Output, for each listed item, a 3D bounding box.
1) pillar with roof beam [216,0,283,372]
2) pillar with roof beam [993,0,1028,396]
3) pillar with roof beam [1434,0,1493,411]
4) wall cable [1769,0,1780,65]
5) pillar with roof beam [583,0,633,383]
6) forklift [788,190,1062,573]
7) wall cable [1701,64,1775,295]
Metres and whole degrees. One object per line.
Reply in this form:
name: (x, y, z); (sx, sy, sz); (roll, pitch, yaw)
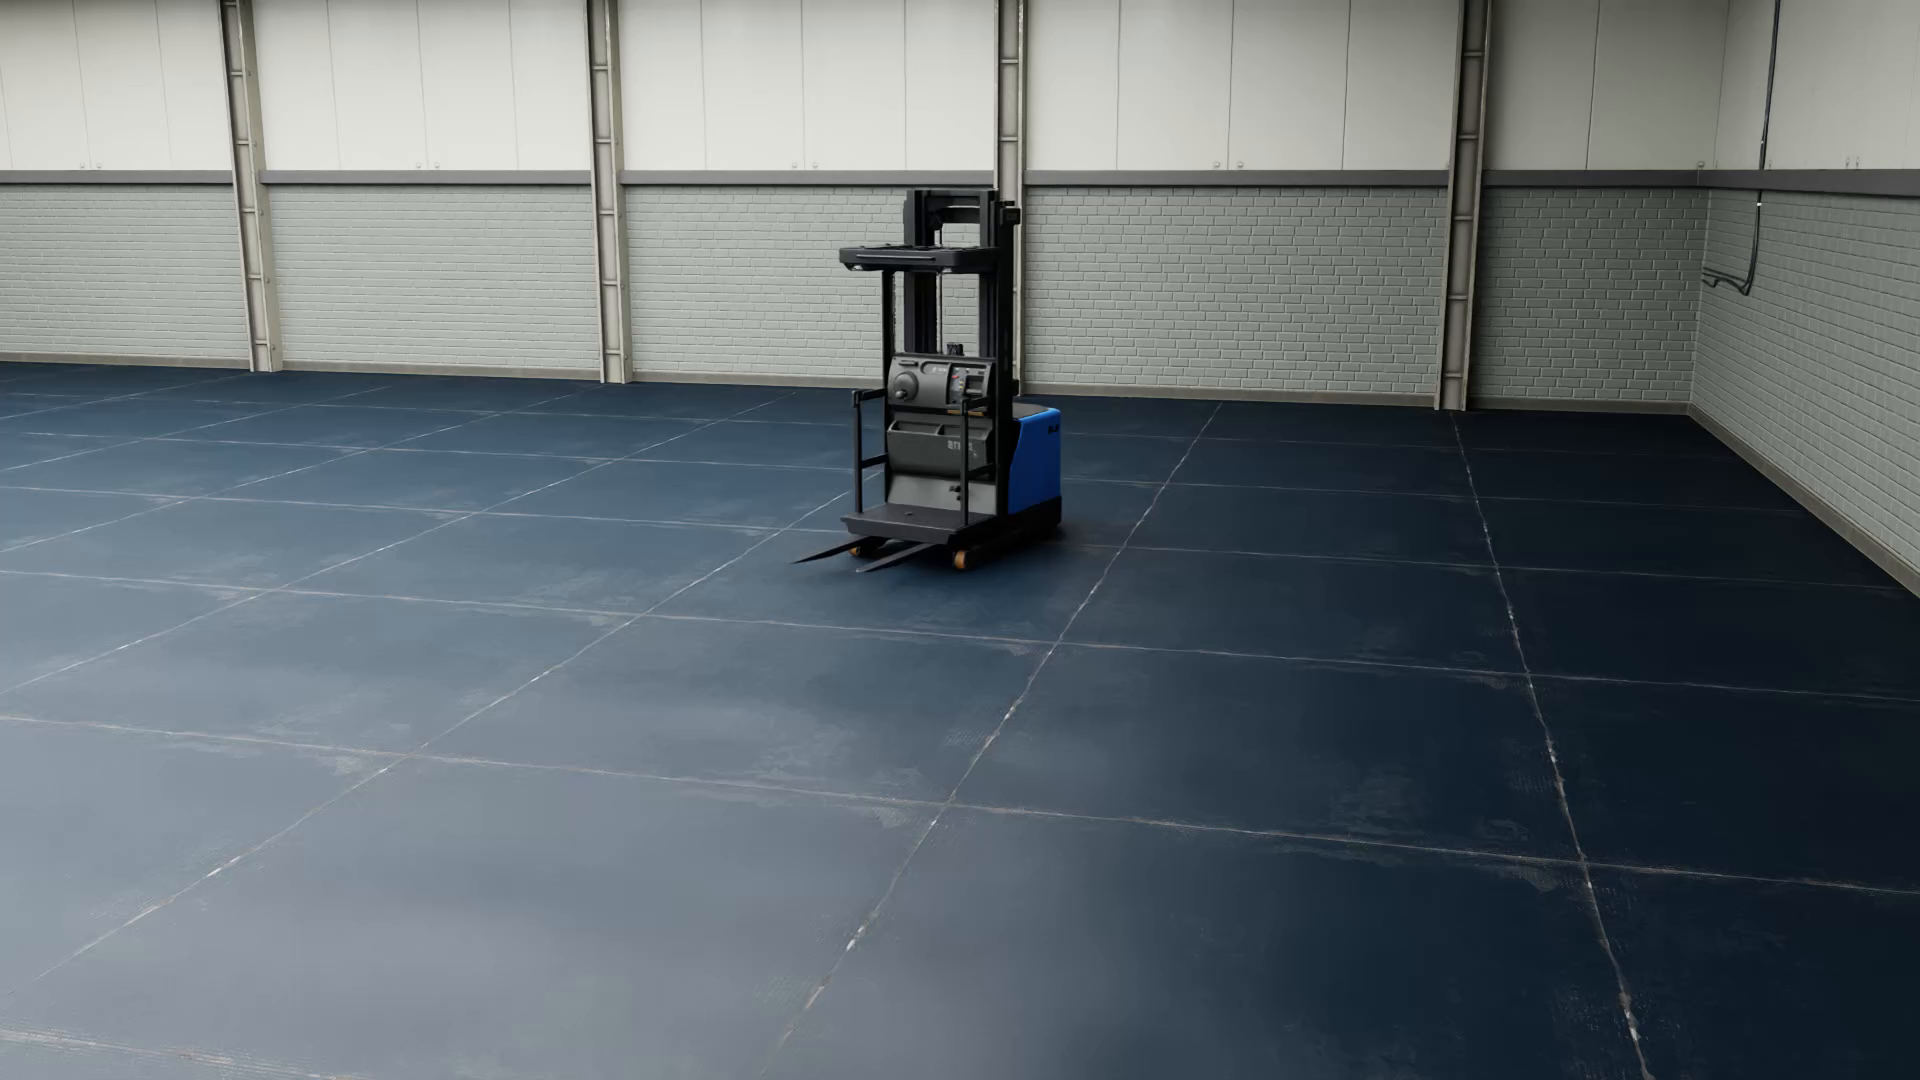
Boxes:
pillar with roof beam: (-11.994, -6.169, 21.265); (0.400, 9.000, 9.100); (3, 13, 14)
pillar with roof beam: (-0.343, -5.547, 18.458); (0.400, 9.000, 9.100); (3, 13, 14)
pillar with roof beam: (5.482, -5.235, 17.055); (0.400, 9.000, 9.100); (3, 13, 14)
wall cable: (8.409, -6.090, 16.418); (0.112, 2.526, 3.097); (3, 13, 14)
pillar with roof beam: (-6.168, -5.858, 19.862); (0.400, 9.000, 9.100); (3, 13, 14)
forklift: (-0.267, -1.300, 13.327); (1.130, 2.935, 3.031); (7, 14, 28)
wall cable: (9.057, -4.194, 19.529); (0.112, 2.526, 3.097); (3, 13, 14)
